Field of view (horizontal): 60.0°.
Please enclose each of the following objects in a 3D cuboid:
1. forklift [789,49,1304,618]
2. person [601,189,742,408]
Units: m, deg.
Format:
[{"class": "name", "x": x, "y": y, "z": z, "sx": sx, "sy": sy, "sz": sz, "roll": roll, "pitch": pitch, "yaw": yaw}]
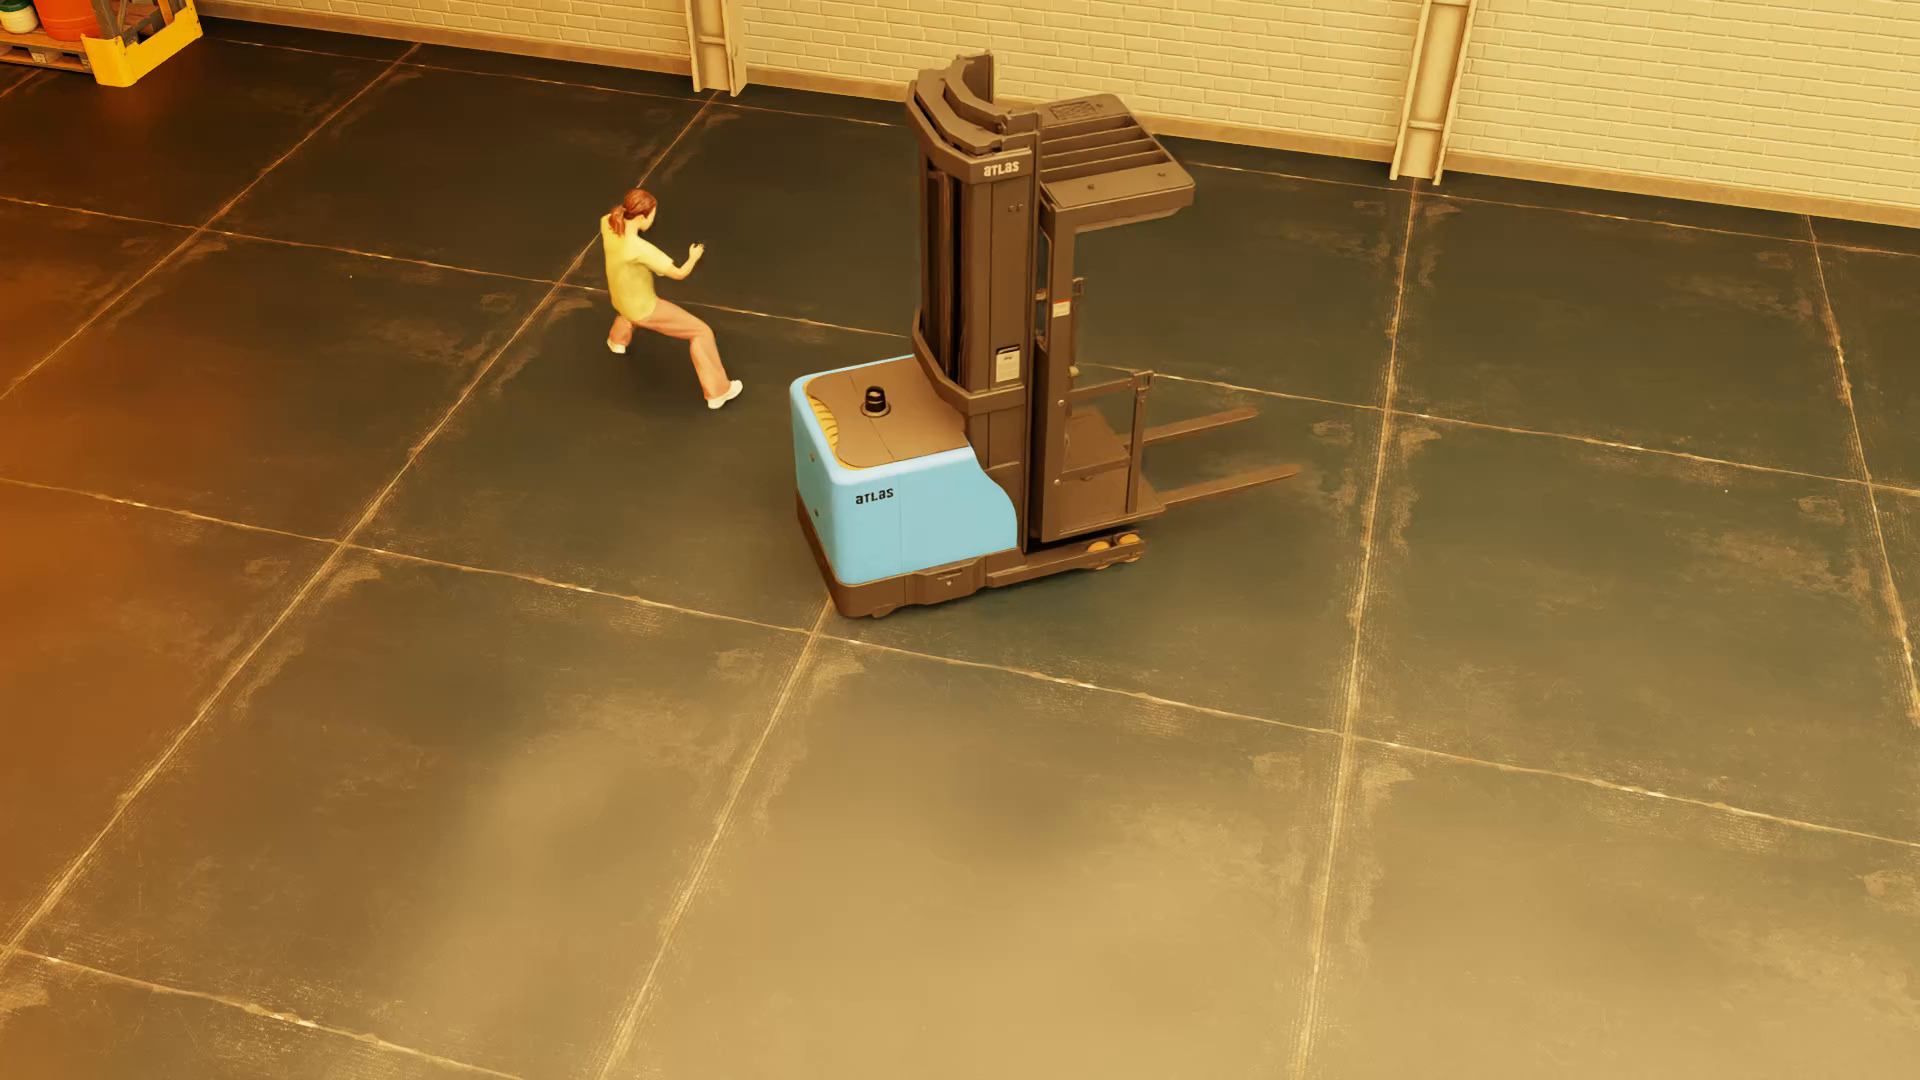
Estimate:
[{"class": "forklift", "x": 0.584, "y": -1.245, "z": 9.282, "sx": 3.031, "sy": 2.935, "sz": 1.130, "roll": -13, "pitch": 43, "yaw": -14}, {"class": "person", "x": -2.003, "y": -1.678, "z": 10.900, "sx": 0.620, "sy": 1.448, "sz": 1.121, "roll": -29, "pitch": 49, "yaw": -29}]
